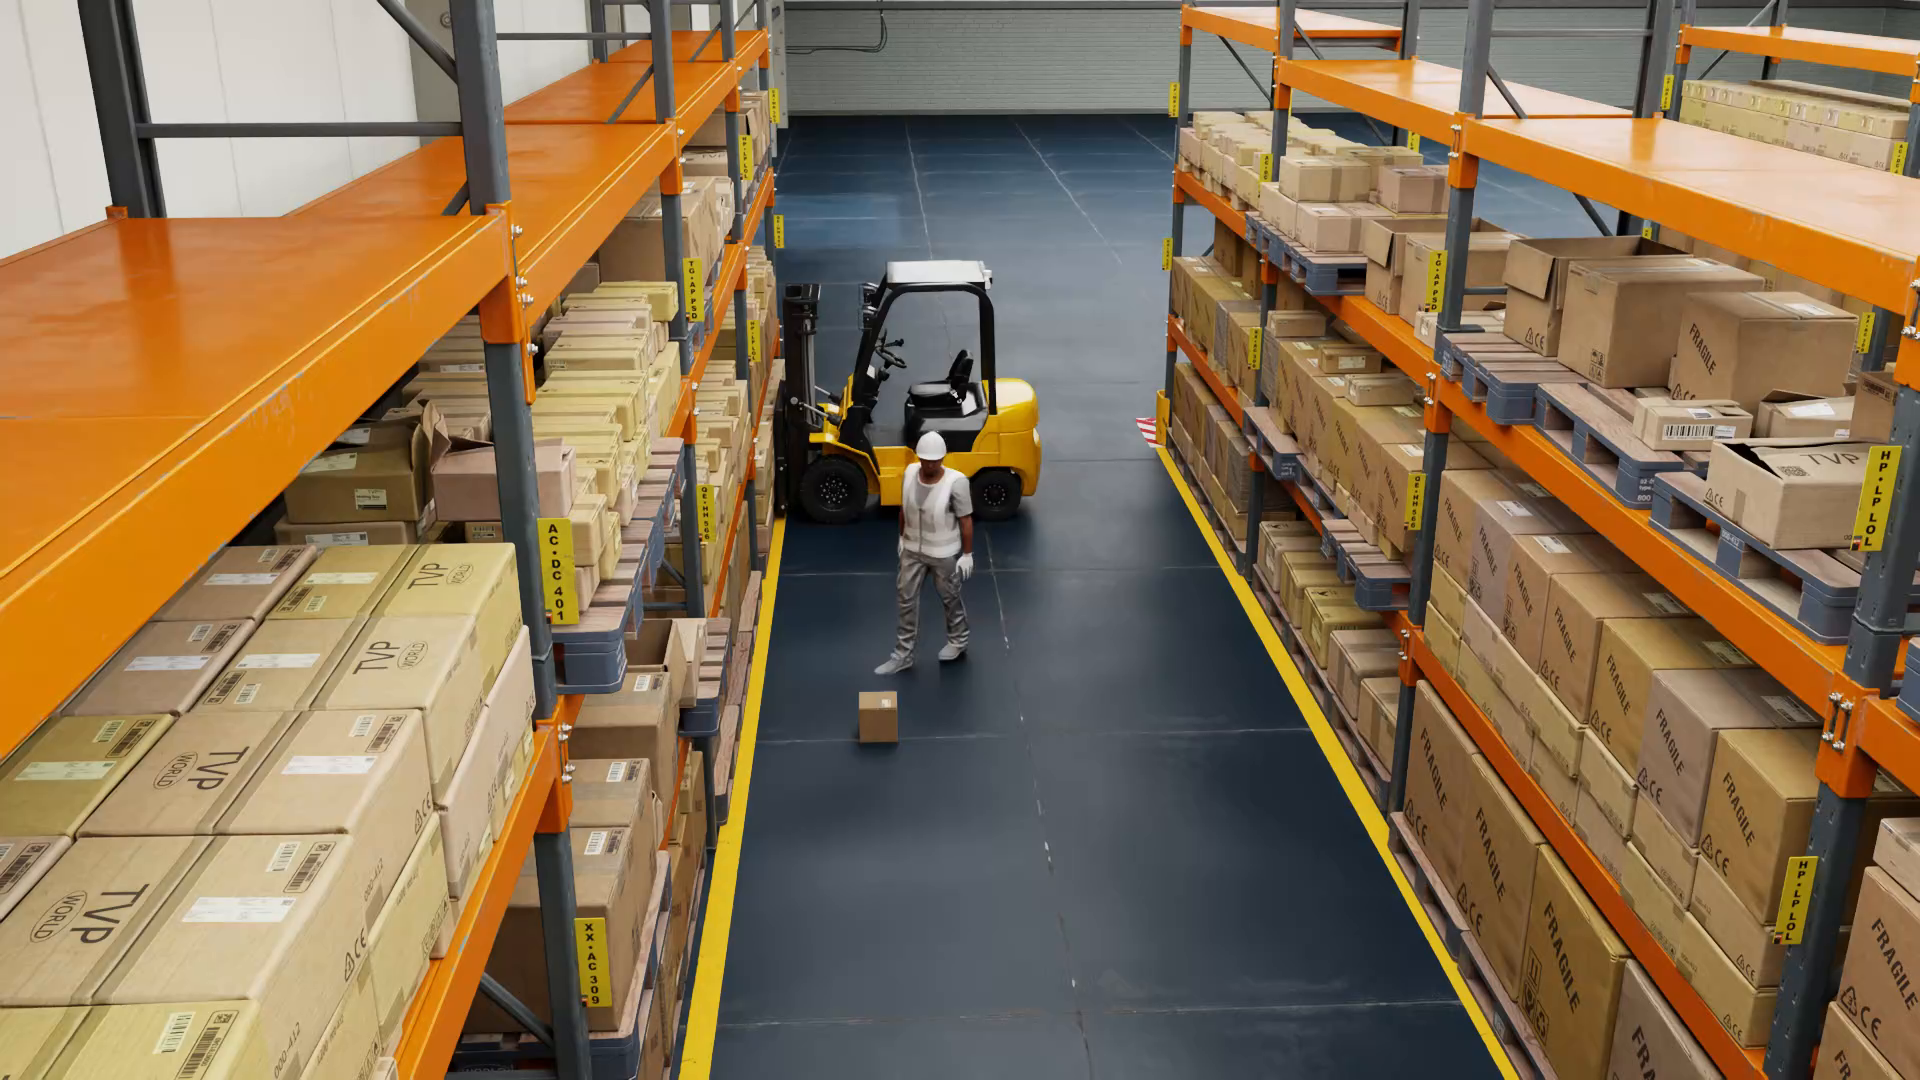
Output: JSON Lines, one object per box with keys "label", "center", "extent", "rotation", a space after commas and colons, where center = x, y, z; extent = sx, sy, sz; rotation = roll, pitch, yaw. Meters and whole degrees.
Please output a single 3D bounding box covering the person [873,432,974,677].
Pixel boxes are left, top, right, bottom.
{"label": "person", "center": [-0.197, 0.086, 11.694], "extent": [0.638, 1.797, 0.670], "rotation": [11, 23, 27]}
